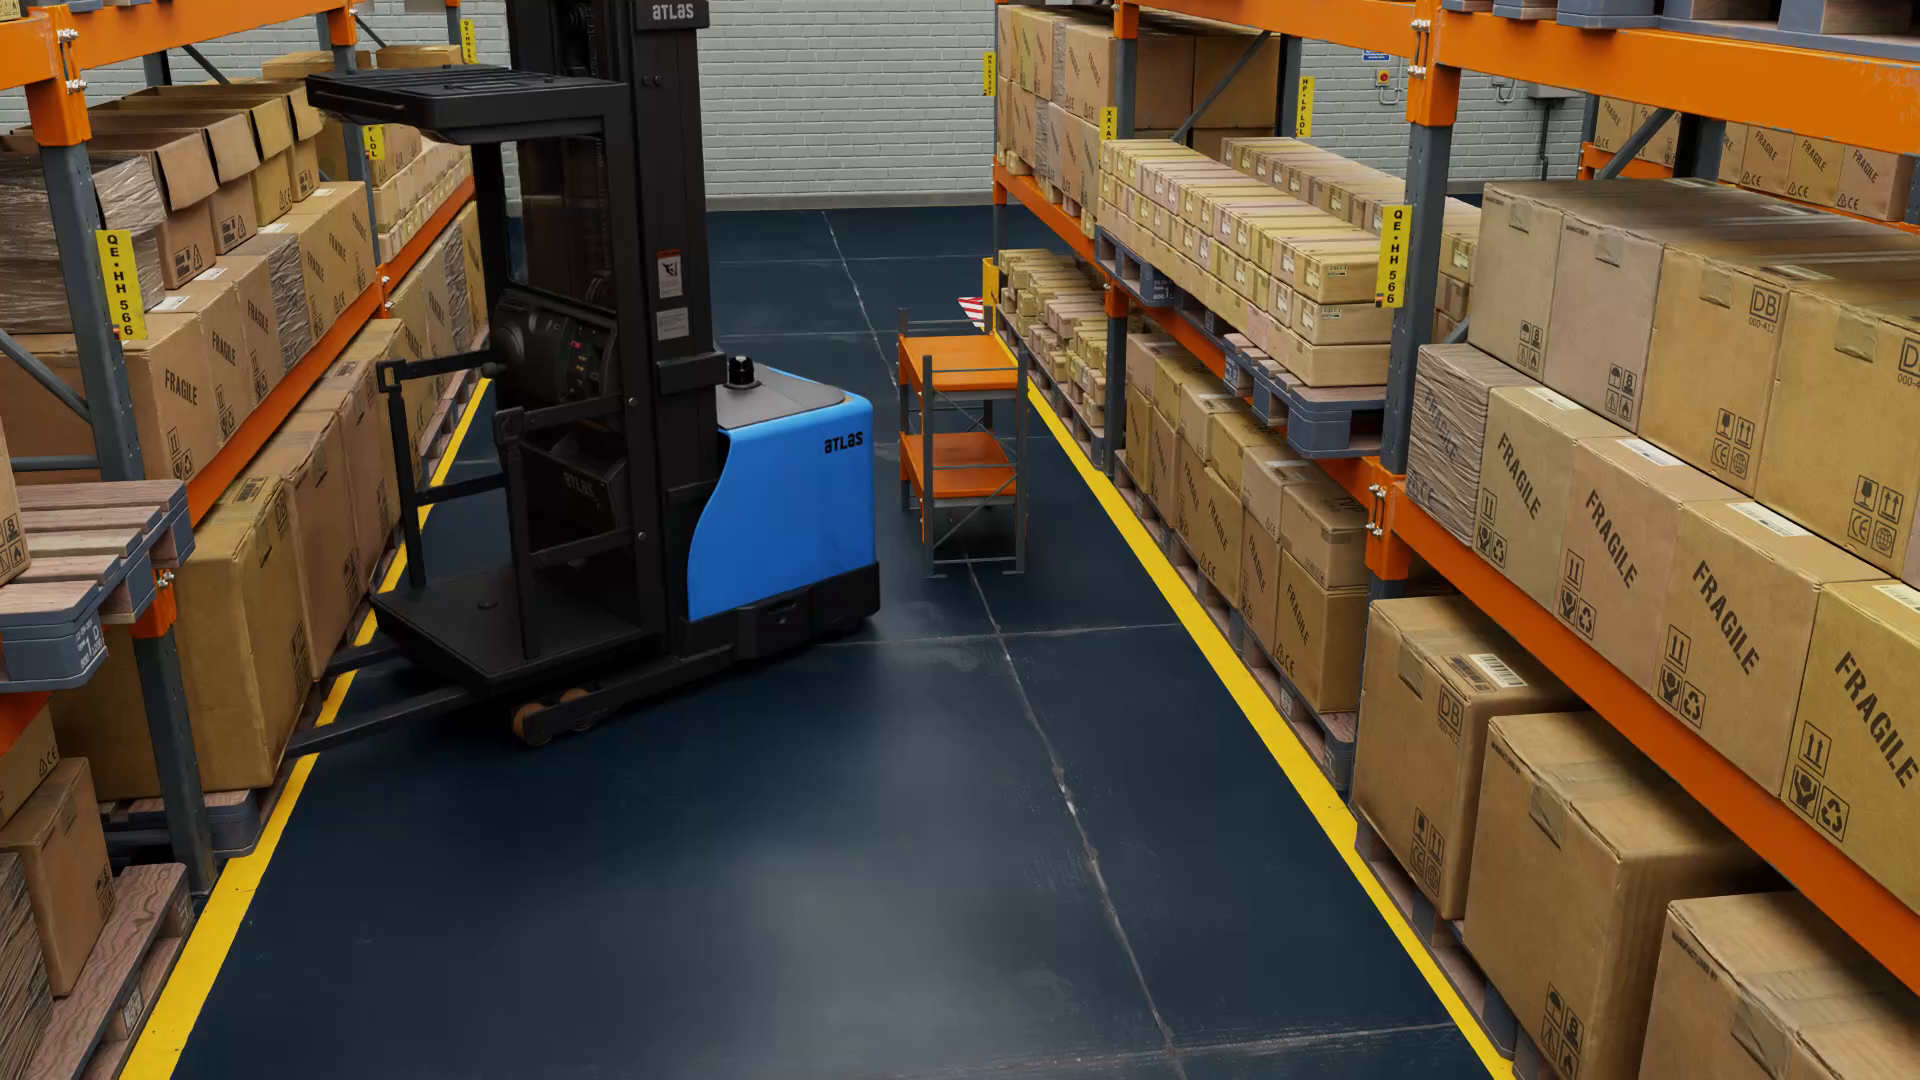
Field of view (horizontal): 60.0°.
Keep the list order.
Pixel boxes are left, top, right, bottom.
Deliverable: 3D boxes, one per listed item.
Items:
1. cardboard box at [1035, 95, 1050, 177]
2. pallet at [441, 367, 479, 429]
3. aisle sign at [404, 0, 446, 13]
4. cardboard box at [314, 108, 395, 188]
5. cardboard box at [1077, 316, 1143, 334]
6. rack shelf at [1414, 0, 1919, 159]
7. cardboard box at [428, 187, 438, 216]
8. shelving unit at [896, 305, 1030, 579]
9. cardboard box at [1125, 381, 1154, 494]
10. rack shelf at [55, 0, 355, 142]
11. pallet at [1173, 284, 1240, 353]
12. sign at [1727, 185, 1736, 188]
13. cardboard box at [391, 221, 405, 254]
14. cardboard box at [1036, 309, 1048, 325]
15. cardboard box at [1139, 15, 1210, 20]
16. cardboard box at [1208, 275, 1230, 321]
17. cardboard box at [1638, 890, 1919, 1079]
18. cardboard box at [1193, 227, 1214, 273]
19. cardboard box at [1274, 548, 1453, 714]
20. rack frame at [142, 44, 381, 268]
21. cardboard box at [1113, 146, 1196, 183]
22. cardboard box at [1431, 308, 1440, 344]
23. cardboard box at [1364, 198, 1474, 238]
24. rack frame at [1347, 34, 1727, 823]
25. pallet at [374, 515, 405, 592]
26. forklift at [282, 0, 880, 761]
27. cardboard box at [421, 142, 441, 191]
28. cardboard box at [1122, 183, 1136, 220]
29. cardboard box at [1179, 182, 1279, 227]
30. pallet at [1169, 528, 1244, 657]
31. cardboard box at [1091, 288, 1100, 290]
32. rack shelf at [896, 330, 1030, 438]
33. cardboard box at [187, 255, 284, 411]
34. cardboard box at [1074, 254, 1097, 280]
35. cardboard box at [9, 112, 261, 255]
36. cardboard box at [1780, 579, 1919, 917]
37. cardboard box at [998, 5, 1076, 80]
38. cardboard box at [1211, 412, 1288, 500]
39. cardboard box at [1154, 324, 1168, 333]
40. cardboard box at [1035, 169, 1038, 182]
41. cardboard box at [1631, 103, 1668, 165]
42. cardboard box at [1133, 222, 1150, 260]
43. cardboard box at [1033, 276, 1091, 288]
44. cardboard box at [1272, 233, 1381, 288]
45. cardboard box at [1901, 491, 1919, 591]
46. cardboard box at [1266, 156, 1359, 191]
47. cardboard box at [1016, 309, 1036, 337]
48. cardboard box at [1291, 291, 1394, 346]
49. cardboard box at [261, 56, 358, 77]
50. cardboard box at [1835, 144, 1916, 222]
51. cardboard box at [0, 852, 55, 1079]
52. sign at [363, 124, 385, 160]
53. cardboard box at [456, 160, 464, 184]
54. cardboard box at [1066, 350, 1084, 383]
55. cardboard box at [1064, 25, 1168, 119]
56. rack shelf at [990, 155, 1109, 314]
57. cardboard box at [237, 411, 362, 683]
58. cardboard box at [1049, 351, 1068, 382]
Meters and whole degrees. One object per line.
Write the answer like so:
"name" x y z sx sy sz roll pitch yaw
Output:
"cardboard box" 0.798 -2.683 11.045 0.500 0.500 0.500 -3 21 -9
"pallet" -3.790 -0.981 11.041 1.003 0.211 1.213 -3 21 -8
"aisle sign" -3.869 -4.239 12.064 0.394 0.787 0.004 -3 21 -8
"cardboard box" -3.395 -2.196 9.025 0.500 0.500 0.500 -3 21 -8
"cardboard box" 0.955 -1.328 10.608 0.380 0.149 0.250 -2 21 -6
"rack shelf" 2.209 -0.803 3.319 1.077 0.370 4.000 -3 21 -8
"cardboard box" -3.519 -2.138 10.512 0.380 0.149 0.250 -4 21 -9
"shelving unit" -0.001 -0.529 8.526 0.538 1.125 1.048 -3 21 -8
"cardboard box" 1.188 -0.568 8.923 0.500 0.500 0.500 -2 21 -6
"rack shelf" -3.291 -1.972 6.451 1.077 0.370 4.000 -3 21 -8
"pallet" 1.594 -1.020 7.435 1.003 0.211 1.213 -3 21 -8
"sign" 2.469 -0.998 5.447 0.100 0.325 0.005 -3 21 -8
"cardboard box" -3.331 -1.689 9.311 0.380 0.149 0.250 -4 21 -10
"cardboard box" 0.757 -1.644 11.879 0.380 0.149 0.250 -4 21 -10
"cardboard box" 1.315 -3.167 10.913 0.500 0.500 0.500 -4 21 -10
"cardboard box" 1.250 -1.008 6.887 0.380 0.149 0.250 -4 21 -10
"cardboard box" 2.183 1.271 3.642 1.050 0.750 0.750 -3 21 -8
"cardboard box" 1.210 -1.240 7.082 0.380 0.149 0.250 -2 21 -6
"cardboard box" 1.567 0.333 6.511 0.500 0.500 0.500 -3 21 -8
"rack frame" -3.579 -1.597 8.704 1.000 3.000 0.127 -3 21 -8
"cardboard box" 0.992 -1.914 8.461 0.380 0.149 0.250 -2 21 -6
"cardboard box" 1.978 -0.857 6.483 0.380 0.149 0.250 -2 21 -5
"cardboard box" 1.894 -1.318 6.866 0.380 0.149 0.250 -2 21 -5
"rack frame" 1.920 -0.427 5.572 1.000 3.000 0.127 -3 21 -8
"pallet" -3.393 -0.027 8.487 1.003 0.211 1.213 -3 21 -8
"forklift" -1.798 -0.768 6.582 3.031 2.935 1.130 -18 27 -39
"cardboard box" -3.598 -2.364 10.548 0.500 0.250 0.500 -3 21 -8
"cardboard box" 1.022 -1.692 8.292 0.380 0.149 0.250 -2 21 -6
"cardboard box" 1.175 -1.469 7.271 0.380 0.149 0.250 -2 21 -6
"pallet" 1.636 0.187 7.913 1.003 0.211 1.213 -3 21 -8
"cardboard box" 1.139 -1.751 12.166 0.380 0.149 0.250 -3 21 -8
"rack shelf" -0.001 -0.803 8.423 0.538 0.278 1.000 -3 21 -8
"cardboard box" -2.957 -0.796 6.418 0.500 0.500 0.500 -3 21 -9
"cardboard box" 1.073 -2.076 12.612 0.380 0.149 0.250 -3 21 -7
"cardboard box" -3.286 -1.440 6.708 0.797 0.503 0.637 -2 21 -6
"cardboard box" 2.011 0.394 3.231 0.500 0.500 0.500 -3 21 -7
"cardboard box" 0.569 -3.683 12.292 0.500 0.500 0.500 -3 21 -8
"cardboard box" 1.421 -0.379 7.343 0.500 0.250 0.500 -2 21 -6
"cardboard box" 1.433 -1.265 10.440 0.380 0.149 0.250 -3 21 -9
"cardboard box" 0.741 -2.591 11.724 0.380 0.149 0.250 -3 21 -8
"cardboard box" 5.536 -3.174 12.784 0.500 0.500 0.500 -3 21 -9
"cardboard box" 1.058 -1.462 8.102 0.380 0.149 0.250 -3 21 -7
"cardboard box" 0.723 -1.777 11.810 0.380 0.149 0.250 -2 21 -6
"cardboard box" 1.362 -1.018 6.064 0.380 0.149 0.250 -3 21 -8
"cardboard box" 2.271 -0.082 3.076 0.700 0.500 0.500 -3 21 -7
"cardboard box" 1.708 -1.767 8.069 0.380 0.149 0.250 -3 21 -8
"cardboard box" 0.615 -1.594 12.172 0.380 0.149 0.250 -3 21 -7
"cardboard box" 1.398 -0.793 5.887 0.380 0.149 0.250 -2 21 -7
"cardboard box" -4.201 -2.870 10.831 0.500 0.500 0.500 -3 21 -9
"cardboard box" 5.908 -2.291 10.420 0.500 0.500 0.500 -3 21 -7
"cardboard box" -2.794 1.176 4.225 0.700 0.500 0.500 -5 21 -12
"sign" -3.044 -2.133 8.598 0.100 0.325 0.005 -3 21 -8
"cardboard box" -3.704 -2.580 11.696 0.380 0.149 0.250 -3 21 -8
"cardboard box" 0.876 -1.090 10.398 0.380 0.149 0.250 -4 21 -10
"cardboard box" 0.928 -2.794 9.913 0.500 0.500 0.500 -4 21 -9
"rack shelf" 1.055 -2.167 11.260 1.077 0.370 4.000 -3 21 -8
"cardboard box" -3.202 0.038 6.764 1.225 0.875 0.875 -3 21 -8
"cardboard box" 0.801 -1.150 10.982 0.380 0.149 0.250 -3 21 -8
